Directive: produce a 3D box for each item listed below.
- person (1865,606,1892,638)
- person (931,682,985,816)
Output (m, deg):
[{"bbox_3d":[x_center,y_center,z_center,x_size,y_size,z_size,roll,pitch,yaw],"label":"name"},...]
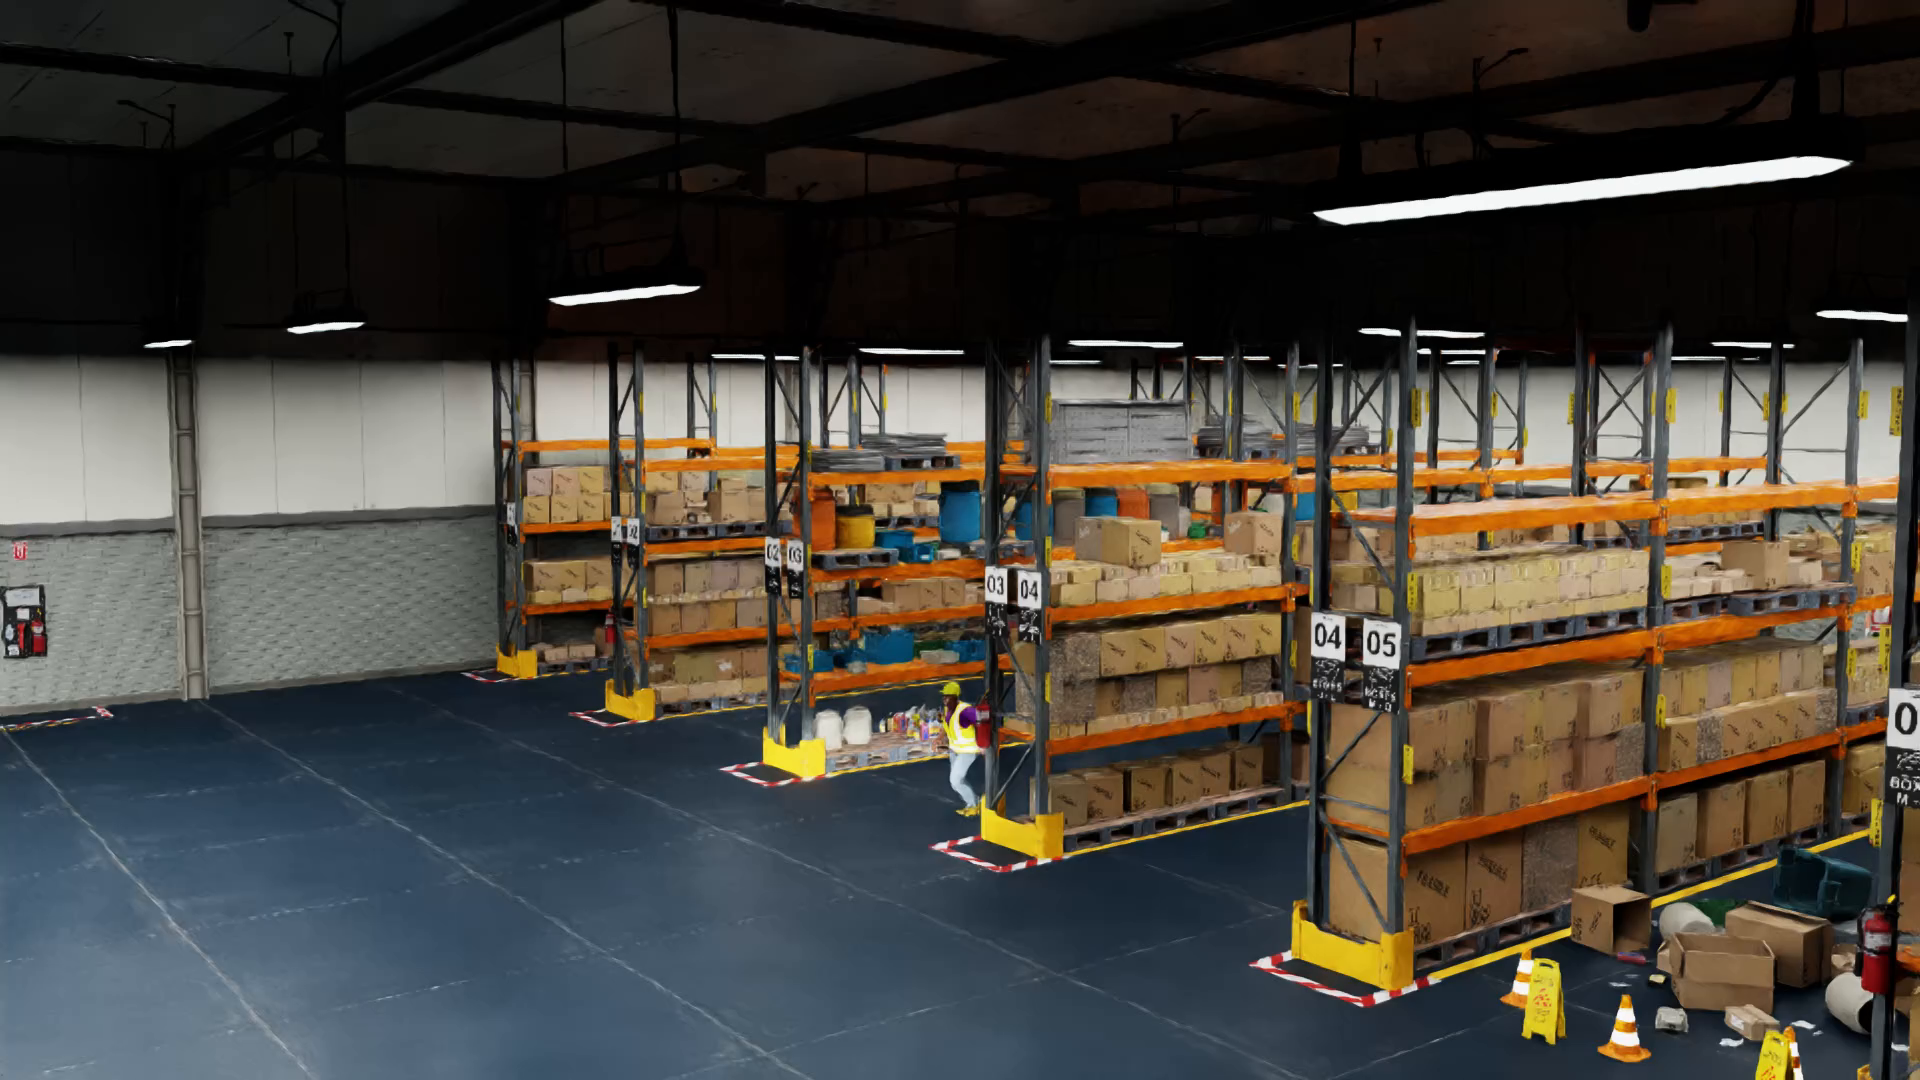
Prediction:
[{"bbox_3d":[16.665,1.651,30.069,0.528,1.728,1.032,5,7,44],"label":"person"},{"bbox_3d":[0.026,2.555,20.247,0.659,1.692,0.723,-3,6,-29],"label":"person"}]
